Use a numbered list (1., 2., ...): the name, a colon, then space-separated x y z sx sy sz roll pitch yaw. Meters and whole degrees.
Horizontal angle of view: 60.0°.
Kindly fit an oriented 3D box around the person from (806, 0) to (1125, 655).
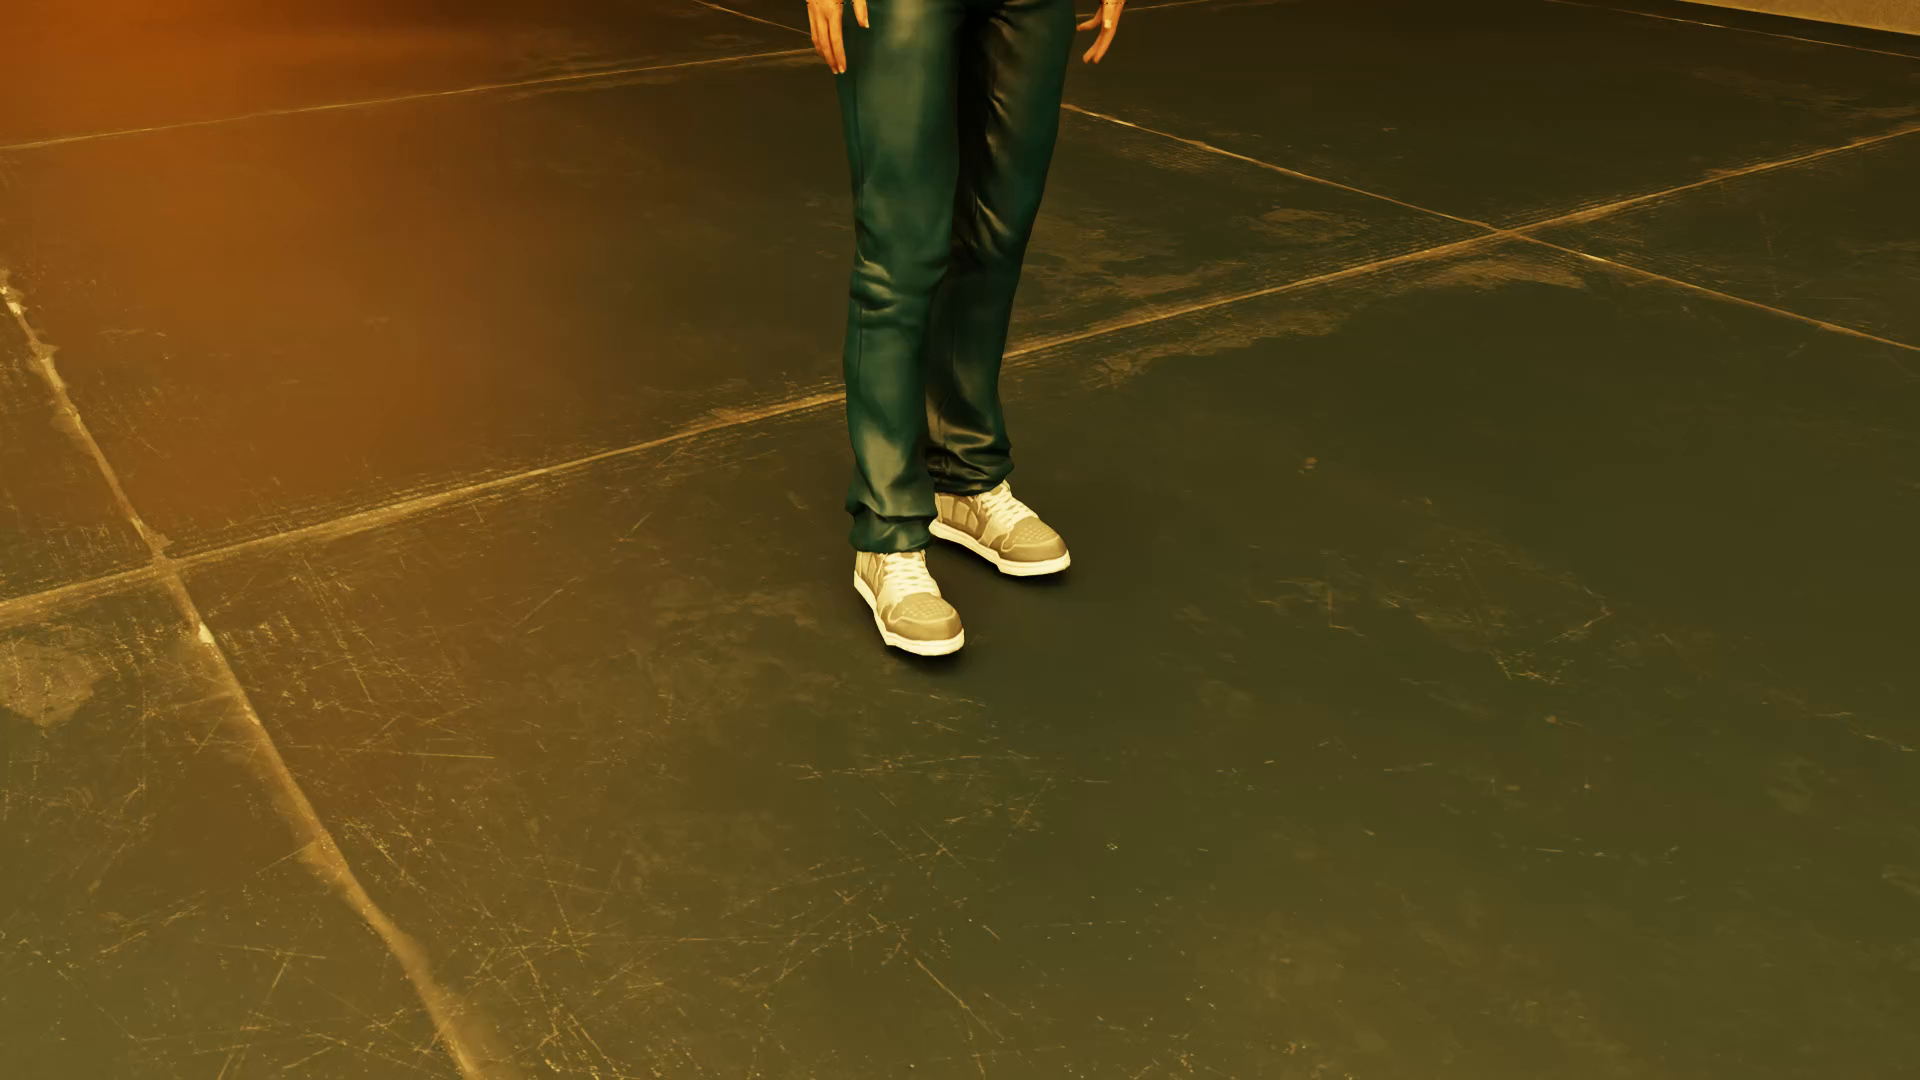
1. person: 0.032 -0.689 2.077 0.521 1.599 0.473 -17 31 -31
